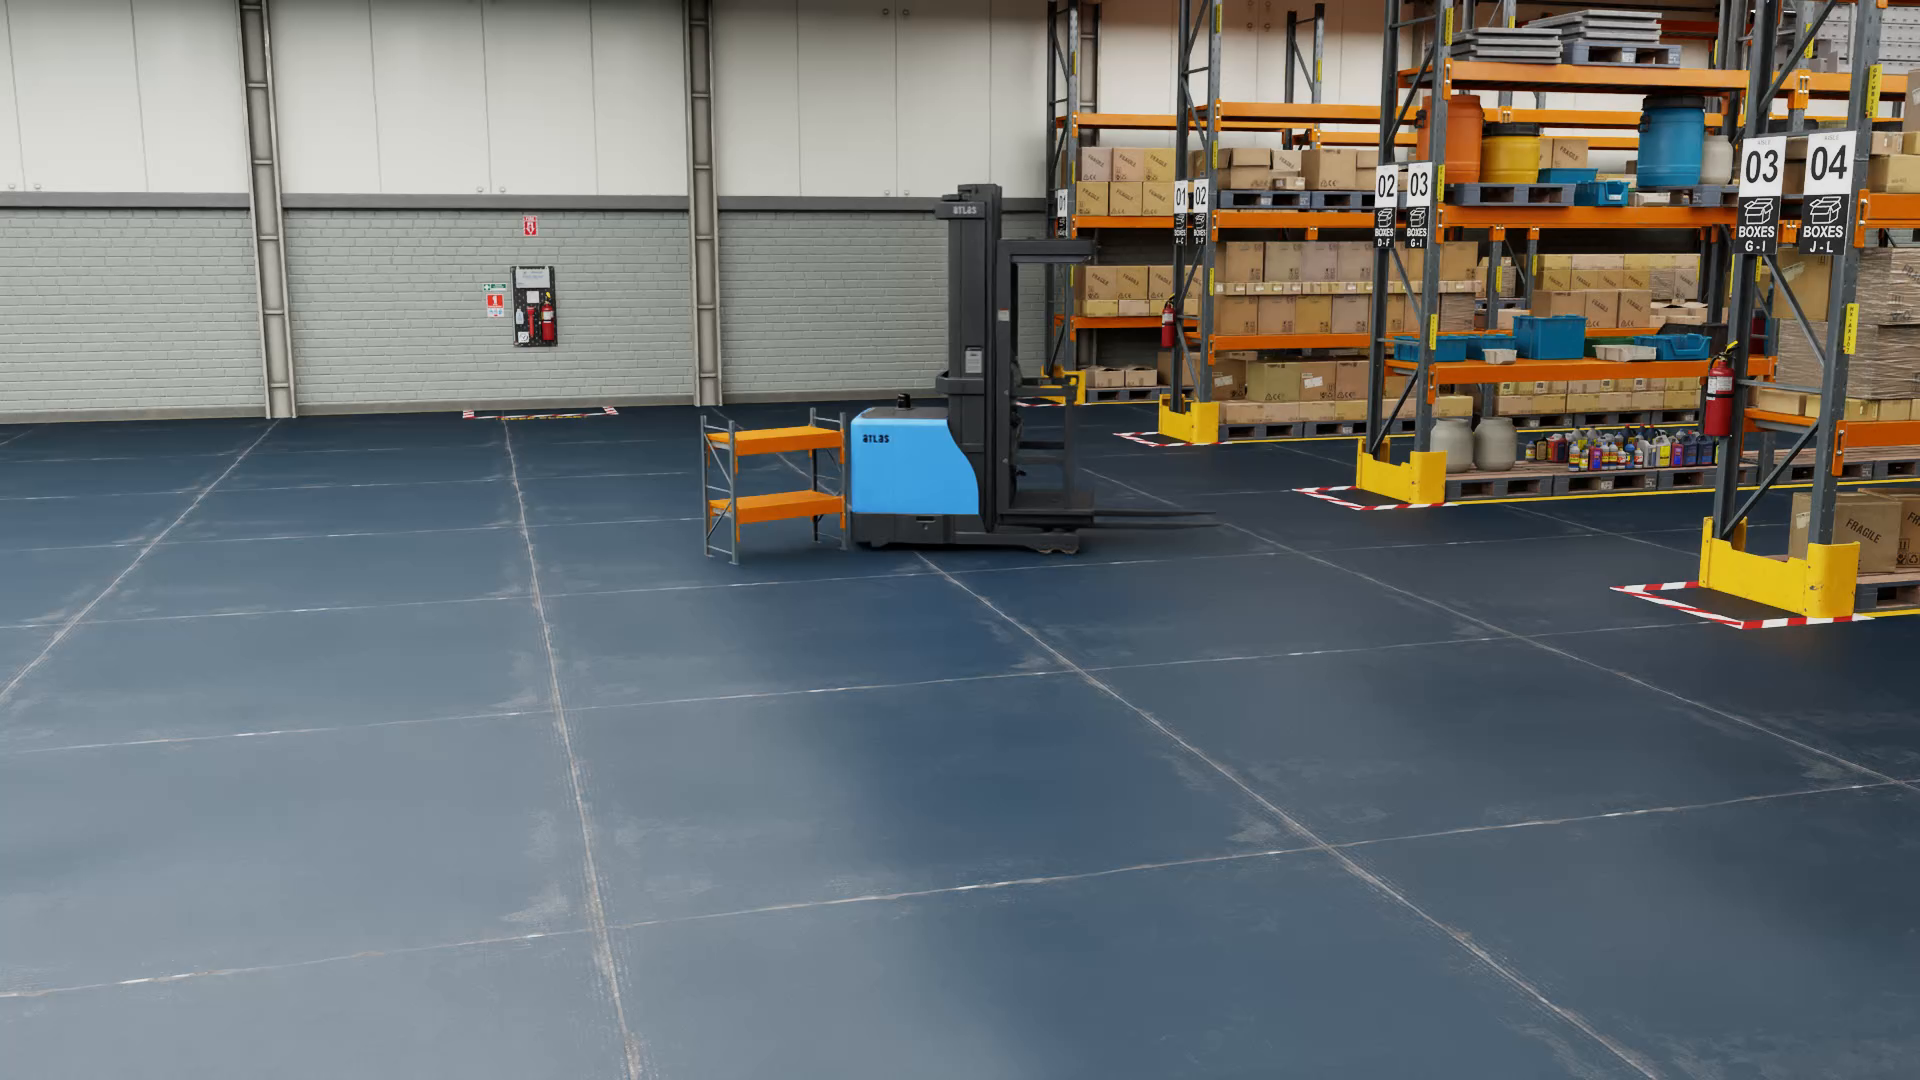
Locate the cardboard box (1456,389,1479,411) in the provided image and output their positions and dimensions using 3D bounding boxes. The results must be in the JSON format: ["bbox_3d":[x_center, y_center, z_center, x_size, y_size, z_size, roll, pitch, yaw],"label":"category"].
[{"bbox_3d":[7.068,-1.901,22.525,0.500,0.250,0.500,-3,11,-16],"label":"cardboard box"}]

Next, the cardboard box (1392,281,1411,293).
[{"bbox_3d":[5.572,-3.242,21.303,0.250,0.149,0.380,-3,11,-16],"label":"cardboard box"}]

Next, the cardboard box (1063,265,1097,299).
[{"bbox_3d":[1.915,-4.000,25.777,0.500,0.500,0.500,-3,11,-17],"label":"cardboard box"}]

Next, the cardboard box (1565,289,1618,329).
[{"bbox_3d":[8.479,-3.113,22.395,0.500,0.500,0.500,-3,11,-16],"label":"cardboard box"}]

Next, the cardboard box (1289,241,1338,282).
[{"bbox_3d":[4.400,-3.538,21.120,0.500,0.500,0.700,-3,11,-16],"label":"cardboard box"}]

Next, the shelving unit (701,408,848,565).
[{"bbox_3d":[-1.488,-0.451,13.392,1.048,1.125,0.538,-8,13,-36],"label":"shelving unit"}]

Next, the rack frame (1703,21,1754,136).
[{"bbox_3d":[13.044,-7.192,28.259,0.127,3.000,1.000,-3,11,-16],"label":"rack frame"}]

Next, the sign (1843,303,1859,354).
[{"bbox_3d":[5.827,-1.383,10.881,0.005,0.325,0.100,-3,11,-16],"label":"sign"}]

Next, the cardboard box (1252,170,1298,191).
[{"bbox_3d":[3.942,-4.554,21.083,0.500,0.250,0.500,-3,11,-16],"label":"cardboard box"}]

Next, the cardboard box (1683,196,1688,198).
[{"bbox_3d":[9.673,-4.724,22.391,0.500,0.250,0.500,-3,11,-14],"label":"cardboard box"}]

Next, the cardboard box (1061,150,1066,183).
[{"bbox_3d":[1.863,-5.728,25.496,0.500,0.500,0.500,-3,11,-13],"label":"cardboard box"}]

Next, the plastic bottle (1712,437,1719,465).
[{"bbox_3d":[7.762,-0.913,17.010,0.133,0.283,0.061,-2,11,-13],"label":"plastic bottle"}]

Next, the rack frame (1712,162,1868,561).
[{"bbox_3d":[5.675,-1.051,11.471,0.127,3.000,1.000,-3,11,-16],"label":"rack frame"}]

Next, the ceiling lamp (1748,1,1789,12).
[{"bbox_3d":[13.027,-9.533,24.851,2.000,3.185,0.800,-3,11,-16],"label":"ceiling lamp"}]

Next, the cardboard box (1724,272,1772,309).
[{"bbox_3d":[11.164,-3.485,23.258,0.500,0.500,0.700,-7,13,-35],"label":"cardboard box"}]

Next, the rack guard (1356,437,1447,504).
[{"bbox_3d":[4.351,-0.695,16.440,0.348,0.500,1.175,-3,11,-16],"label":"rack guard"}]

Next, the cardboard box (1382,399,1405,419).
[{"bbox_3d":[5.408,-1.717,21.524,0.500,0.250,0.500,-3,11,-16],"label":"cardboard box"}]

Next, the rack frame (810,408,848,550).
[{"bbox_3d":[-1.081,-0.507,13.691,0.032,1.125,0.500,-8,13,-36],"label":"rack frame"}]

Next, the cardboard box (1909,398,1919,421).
[{"bbox_3d":[6.505,-0.920,11.452,0.250,0.149,0.380,-3,11,-16],"label":"cardboard box"}]

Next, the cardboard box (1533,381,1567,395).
[{"bbox_3d":[7.699,-2.108,22.097,0.500,0.311,0.500,-3,11,-17],"label":"cardboard box"}]

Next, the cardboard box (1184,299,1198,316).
[{"bbox_3d":[3.550,-3.619,25.777,0.500,0.250,0.500,-3,11,-15],"label":"cardboard box"}]

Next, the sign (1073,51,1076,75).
[{"bbox_3d":[1.673,-6.989,24.356,0.005,0.325,0.100,-3,11,-16],"label":"sign"}]

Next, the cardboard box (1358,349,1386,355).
[{"bbox_3d":[6.547,-2.899,27.197,0.500,0.500,0.700,-3,11,-17],"label":"cardboard box"}]

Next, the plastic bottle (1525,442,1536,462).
[{"bbox_3d":[5.932,-0.921,17.281,0.097,0.201,0.097,0,10,0],"label":"plastic bottle"}]

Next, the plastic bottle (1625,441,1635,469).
[{"bbox_3d":[6.738,-0.857,16.737,0.097,0.271,0.097,0,10,0],"label":"plastic bottle"}]

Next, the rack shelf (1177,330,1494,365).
[{"bbox_3d":[4.830,-2.521,21.441,4.000,0.370,1.077,-3,11,-16],"label":"rack shelf"}]

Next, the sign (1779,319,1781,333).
[{"bbox_3d":[8.275,-2.154,16.700,0.005,0.325,0.100,-3,11,-16],"label":"sign"}]

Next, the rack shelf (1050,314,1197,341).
[{"bbox_3d":[3.442,-3.382,26.118,4.000,0.370,1.077,-3,11,-16],"label":"rack shelf"}]

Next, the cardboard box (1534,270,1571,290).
[{"bbox_3d":[9.741,-4.225,27.556,0.500,0.500,0.500,-3,11,-14],"label":"cardboard box"}]

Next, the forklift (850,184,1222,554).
[{"bbox_3d":[0.647,-1.428,13.706,3.031,2.935,1.130,1,10,5],"label":"forklift"}]

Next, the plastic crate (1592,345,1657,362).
[{"bbox_3d":[6.643,-1.859,16.586,0.437,0.136,0.530,-3,11,-16],"label":"plastic crate"}]

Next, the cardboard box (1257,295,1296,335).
[{"bbox_3d":[3.865,-2.871,21.083,0.500,0.500,0.700,-3,11,-14],"label":"cardboard box"}]

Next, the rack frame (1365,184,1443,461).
[{"bbox_3d":[4.291,-1.912,16.148,0.127,3.000,1.000,-3,11,-16],"label":"rack frame"}]

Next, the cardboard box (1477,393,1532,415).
[{"bbox_3d":[7.207,-1.807,22.014,0.500,0.250,0.500,-3,11,-17],"label":"cardboard box"}]

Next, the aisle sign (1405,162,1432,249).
[{"bbox_3d":[4.304,-3.136,15.616,0.004,0.787,0.394,-3,11,-16],"label":"aisle sign"}]

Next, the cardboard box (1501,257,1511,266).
[{"bbox_3d":[8.880,-4.601,27.472,0.250,0.149,0.380,-5,11,-23],"label":"cardboard box"}]

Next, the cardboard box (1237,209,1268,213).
[{"bbox_3d":[4.457,-5.279,25.821,0.500,0.500,0.500,-4,11,-21],"label":"cardboard box"}]

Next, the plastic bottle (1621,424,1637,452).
[{"bbox_3d":[7.059,-1.050,17.566,0.185,0.351,0.144,-4,11,-18],"label":"plastic bottle"}]

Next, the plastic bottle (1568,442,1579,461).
[{"bbox_3d":[6.367,-0.916,17.249,0.097,0.201,0.097,0,10,0],"label":"plastic bottle"}]

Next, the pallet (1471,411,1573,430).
[{"bbox_3d":[7.447,-1.649,22.418,1.213,0.211,1.003,-3,11,-16],"label":"pallet"}]

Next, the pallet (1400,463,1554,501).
[{"bbox_3d":[5.132,-0.593,16.684,1.213,0.211,1.003,-3,11,-16],"label":"pallet"}]

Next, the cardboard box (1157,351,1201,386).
[{"bbox_3d":[3.477,-2.698,26.106,0.500,0.500,0.700,-4,11,-20],"label":"cardboard box"}]

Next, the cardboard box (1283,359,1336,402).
[{"bbox_3d":[4.443,-2.038,21.196,0.500,0.500,0.500,-3,11,-16],"label":"cardboard box"}]

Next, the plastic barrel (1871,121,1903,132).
[{"bbox_3d":[9.815,-3.966,17.635,0.708,0.901,0.600,-3,11,-16],"label":"plastic barrel"}]

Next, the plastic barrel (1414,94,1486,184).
[{"bbox_3d":[4.722,-3.852,16.053,0.708,0.830,0.600,-3,11,-16],"label":"plastic barrel"}]

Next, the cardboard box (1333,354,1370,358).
[{"bbox_3d":[5.258,-2.179,21.962,0.500,0.500,0.500,-3,11,-16],"label":"cardboard box"}]

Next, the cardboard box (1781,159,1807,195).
[{"bbox_3d":[6.067,-2.521,11.586,0.500,0.250,0.500,-3,11,-15],"label":"cardboard box"}]

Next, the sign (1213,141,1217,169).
[{"bbox_3d":[3.059,-4.621,19.943,0.005,0.325,0.100,-3,11,-16],"label":"sign"}]

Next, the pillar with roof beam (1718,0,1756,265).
[{"bbox_3d":[14.677,-6.629,25.203,0.548,9.000,9.100,-3,11,-16],"label":"pillar with roof beam"}]

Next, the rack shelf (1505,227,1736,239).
[{"bbox_3d":[11.123,-5.262,28.046,4.000,0.370,1.077,-3,11,-16],"label":"rack shelf"}]

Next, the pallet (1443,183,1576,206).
[{"bbox_3d":[5.113,-3.319,16.029,1.213,0.211,1.003,-3,11,-16],"label":"pallet"}]

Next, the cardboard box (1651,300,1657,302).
[{"bbox_3d":[11.566,-4.005,28.155,0.250,0.149,0.380,-3,11,-18],"label":"cardboard box"}]

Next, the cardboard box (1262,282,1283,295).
[{"bbox_3d":[3.840,-3.150,20.806,0.250,0.149,0.380,-3,11,-16],"label":"cardboard box"}]

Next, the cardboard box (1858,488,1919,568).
[{"bbox_3d":[6.844,-0.093,12.012,0.500,0.500,0.500,0,10,-1],"label":"cardboard box"}]

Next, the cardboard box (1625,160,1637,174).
[{"bbox_3d":[11.636,-6.299,28.130,0.500,0.250,0.500,-3,11,-18],"label":"cardboard box"}]

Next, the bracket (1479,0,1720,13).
[{"bbox_3d":[10.685,-8.934,27.780,4.783,0.066,0.076,-3,11,-16],"label":"bracket"}]

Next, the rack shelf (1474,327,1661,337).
[{"bbox_3d":[8.671,-2.723,22.541,4.000,0.370,1.077,-3,11,-16],"label":"rack shelf"}]
